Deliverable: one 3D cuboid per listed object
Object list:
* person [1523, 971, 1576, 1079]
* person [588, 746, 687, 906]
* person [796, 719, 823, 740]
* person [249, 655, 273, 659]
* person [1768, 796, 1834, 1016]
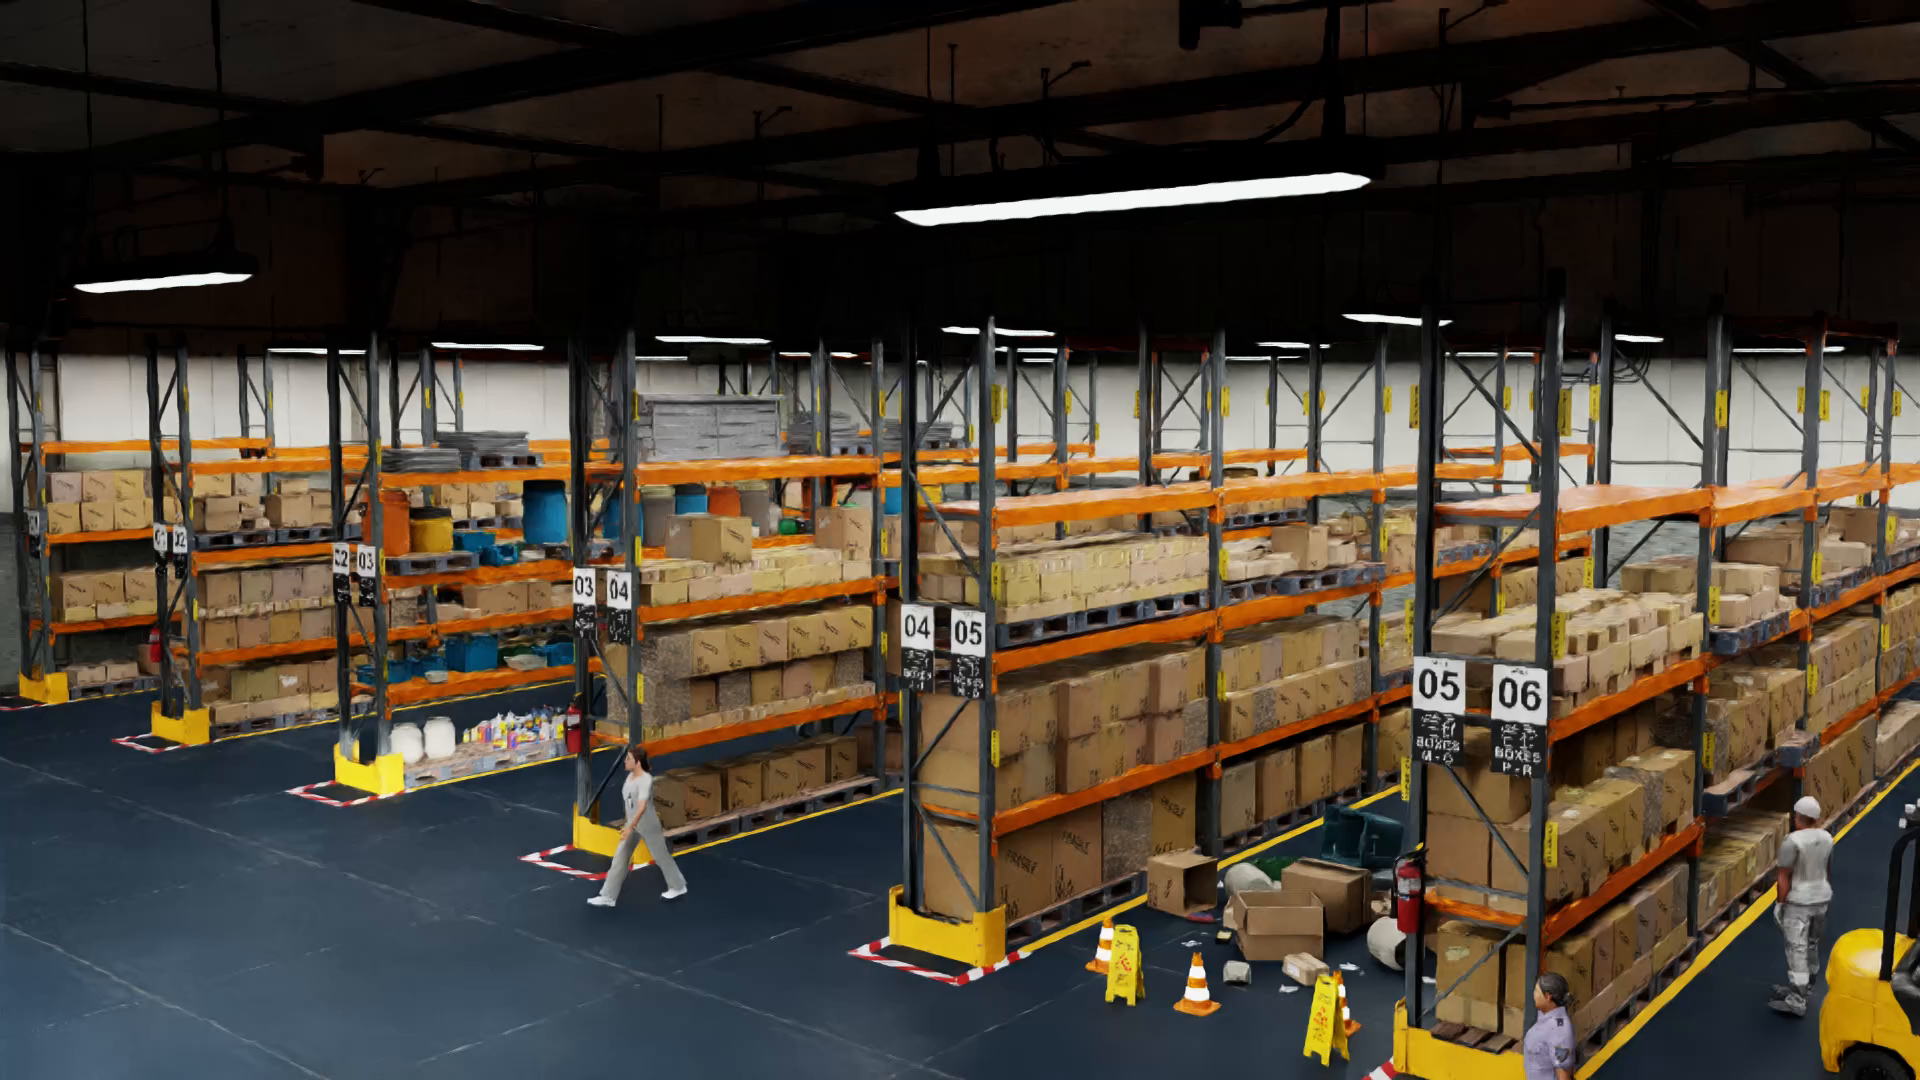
[{"bbox_3d":[3.697,3.451,10.117,0.538,1.639,0.598,1,5,12],"label":"person"},{"bbox_3d":[-3.215,2.853,16.658,1.018,1.605,0.444,-5,7,-42],"label":"person"},{"bbox_3d":[-2.047,2.326,23.107,0.566,1.541,0.519,4,6,37],"label":"person"},{"bbox_3d":[-11.889,1.854,27.958,0.470,1.557,1.060,3,6,30],"label":"person"},{"bbox_3d":[6.985,3.011,13.886,0.608,1.787,0.489,-2,5,-20],"label":"person"}]
